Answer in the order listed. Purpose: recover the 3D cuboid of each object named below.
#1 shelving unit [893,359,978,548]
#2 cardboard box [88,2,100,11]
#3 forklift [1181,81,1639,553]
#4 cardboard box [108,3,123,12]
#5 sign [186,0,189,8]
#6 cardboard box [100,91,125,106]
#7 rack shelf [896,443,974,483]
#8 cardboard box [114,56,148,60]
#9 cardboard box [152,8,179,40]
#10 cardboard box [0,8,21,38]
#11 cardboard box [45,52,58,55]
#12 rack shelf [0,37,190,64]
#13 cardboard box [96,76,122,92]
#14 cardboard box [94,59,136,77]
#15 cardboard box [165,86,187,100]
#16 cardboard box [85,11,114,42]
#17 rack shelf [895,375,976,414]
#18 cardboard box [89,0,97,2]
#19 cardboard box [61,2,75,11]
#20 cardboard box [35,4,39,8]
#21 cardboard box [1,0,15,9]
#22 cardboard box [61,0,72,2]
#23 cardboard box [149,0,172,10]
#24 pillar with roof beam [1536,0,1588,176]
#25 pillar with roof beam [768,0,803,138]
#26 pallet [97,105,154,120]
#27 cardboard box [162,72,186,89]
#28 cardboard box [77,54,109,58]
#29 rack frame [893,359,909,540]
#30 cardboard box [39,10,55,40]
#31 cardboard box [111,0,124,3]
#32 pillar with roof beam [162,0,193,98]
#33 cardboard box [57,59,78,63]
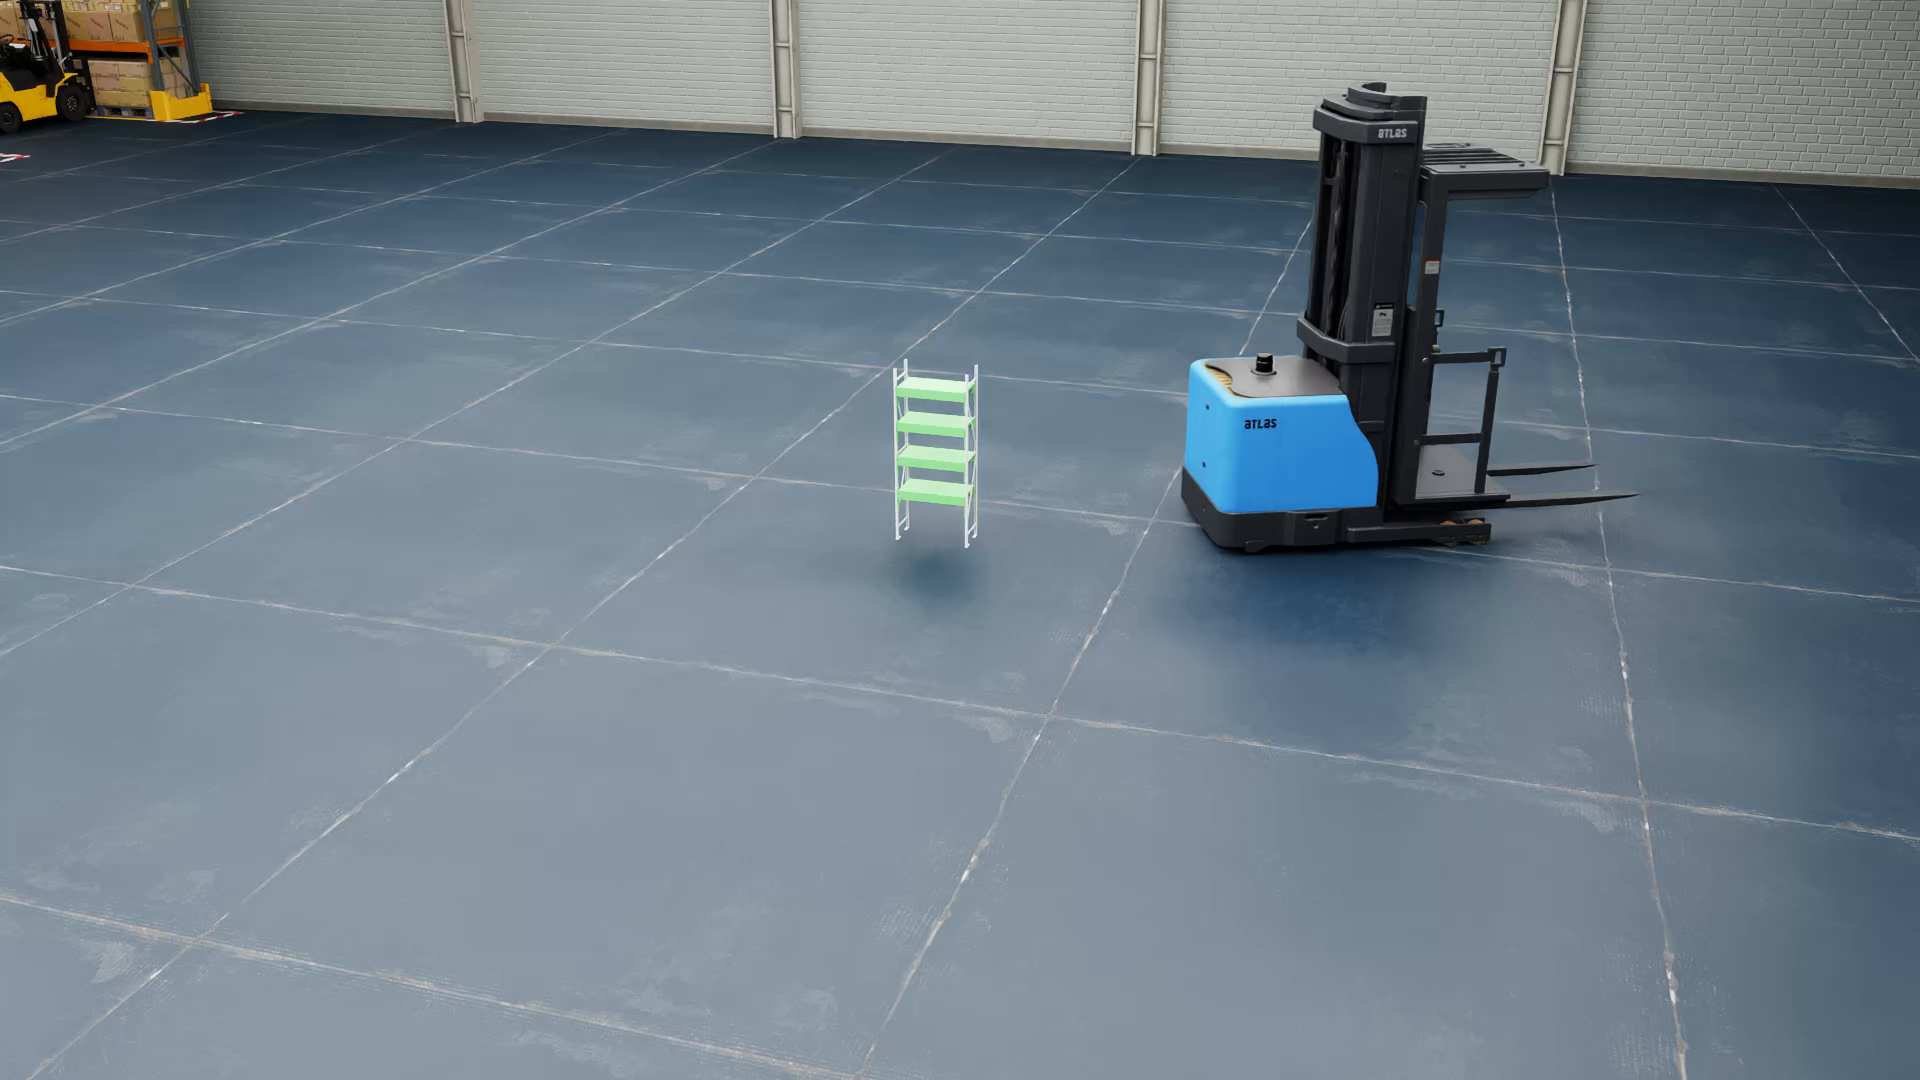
[{"bbox_3d":[-0.158,-0.573,11.087,0.503,1.200,0.258,7,23,16],"label":"shelving unit"},{"bbox_3d":[-15.060,-9.376,29.187,0.250,0.149,0.380,6,23,15],"label":"cardboard box"},{"bbox_3d":[3.129,-1.510,11.089,3.031,2.935,1.130,-3,22,-7],"label":"forklift"},{"bbox_3d":[-14.595,-9.294,28.988,0.250,0.149,0.380,7,23,16],"label":"cardboard box"},{"bbox_3d":[-13.763,-9.632,29.554,0.005,0.325,0.100,7,23,16],"label":"sign"},{"bbox_3d":[-14.943,-7.911,29.672,0.500,0.250,0.500,7,23,15],"label":"cardboard box"},{"bbox_3d":[-0.158,-0.514,11.111,0.480,0.148,0.258,7,23,16],"label":"rack shelf"},{"bbox_3d":[-14.814,-8.553,29.922,0.500,0.250,0.500,7,23,16],"label":"cardboard box"},{"bbox_3d":[-14.323,-9.195,29.603,0.500,0.500,0.500,7,23,17],"label":"cardboard box"},{"bbox_3d":[-16.905,-9.284,29.819,0.500,0.500,0.500,7,23,16],"label":"cardboard box"},{"bbox_3d":[-16.742,-8.783,30.482,0.500,0.250,0.500,6,23,15],"label":"cardboard box"},{"bbox_3d":[-15.844,-8.880,29.914,4.000,0.370,1.077,7,23,16],"label":"rack shelf"},{"bbox_3d":[-14.962,-8.146,29.587,0.500,0.250,0.500,6,23,15],"label":"cardboard box"},{"bbox_3d":[-14.950,-8.370,29.474,0.500,0.250,0.500,7,23,16],"label":"cardboard box"},{"bbox_3d":[-14.342,-8.041,29.990,0.500,0.250,0.500,7,23,16],"label":"cardboard box"},{"bbox_3d":[-14.970,-9.059,29.270,0.500,0.500,0.500,7,23,17],"label":"cardboard box"},{"bbox_3d":[-0.158,-0.958,10.929,0.480,0.148,0.258,7,23,16],"label":"rack shelf"},{"bbox_3d":[-15.053,-9.529,29.170,0.250,0.149,0.380,7,23,16],"label":"cardboard box"},{"bbox_3d":[-15.577,-9.408,29.267,0.250,0.149,0.380,7,23,16],"label":"cardboard box"},{"bbox_3d":[-16.312,-9.497,29.484,0.250,0.149,0.380,6,23,14],"label":"cardboard box"},{"bbox_3d":[-16.808,-9.548,29.607,0.250,0.149,0.380,7,23,17],"label":"cardboard box"},{"bbox_3d":[-15.583,-9.544,29.206,0.250,0.149,0.380,7,23,17],"label":"cardboard box"},{"bbox_3d":[-14.179,-9.472,29.422,0.250,0.149,0.380,6,23,14],"label":"cardboard box"},{"bbox_3d":[7.398,-7.978,18.862,0.400,9.000,9.100,7,23,16],"label":"pillar with roof beam"},{"bbox_3d":[-4.090,-9.294,22.069,0.400,9.000,9.100,7,23,16],"label":"pillar with roof beam"},{"bbox_3d":[-14.673,-7.772,29.940,1.213,0.211,1.003,7,23,16],"label":"pallet"},{"bbox_3d":[-14.319,-8.274,29.900,0.500,0.250,0.500,7,23,16],"label":"cardboard box"},{"bbox_3d":[-15.778,-8.671,30.208,0.500,0.250,0.500,6,23,14],"label":"cardboard box"},{"bbox_3d":[-0.392,-0.600,11.152,0.015,1.200,0.240,7,23,16],"label":"rack frame"},{"bbox_3d":[-15.945,-9.166,29.531,0.500,0.500,0.500,7,23,16],"label":"cardboard box"},{"bbox_3d":[-14.578,-9.456,28.992,0.250,0.149,0.380,7,23,16],"label":"cardboard box"},{"bbox_3d":[-15.579,-10.609,25.276,0.400,9.000,9.100,7,23,16],"label":"pillar with roof beam"},{"bbox_3d":[-15.919,-8.479,29.742,0.500,0.250,0.500,6,23,14],"label":"cardboard box"}]
